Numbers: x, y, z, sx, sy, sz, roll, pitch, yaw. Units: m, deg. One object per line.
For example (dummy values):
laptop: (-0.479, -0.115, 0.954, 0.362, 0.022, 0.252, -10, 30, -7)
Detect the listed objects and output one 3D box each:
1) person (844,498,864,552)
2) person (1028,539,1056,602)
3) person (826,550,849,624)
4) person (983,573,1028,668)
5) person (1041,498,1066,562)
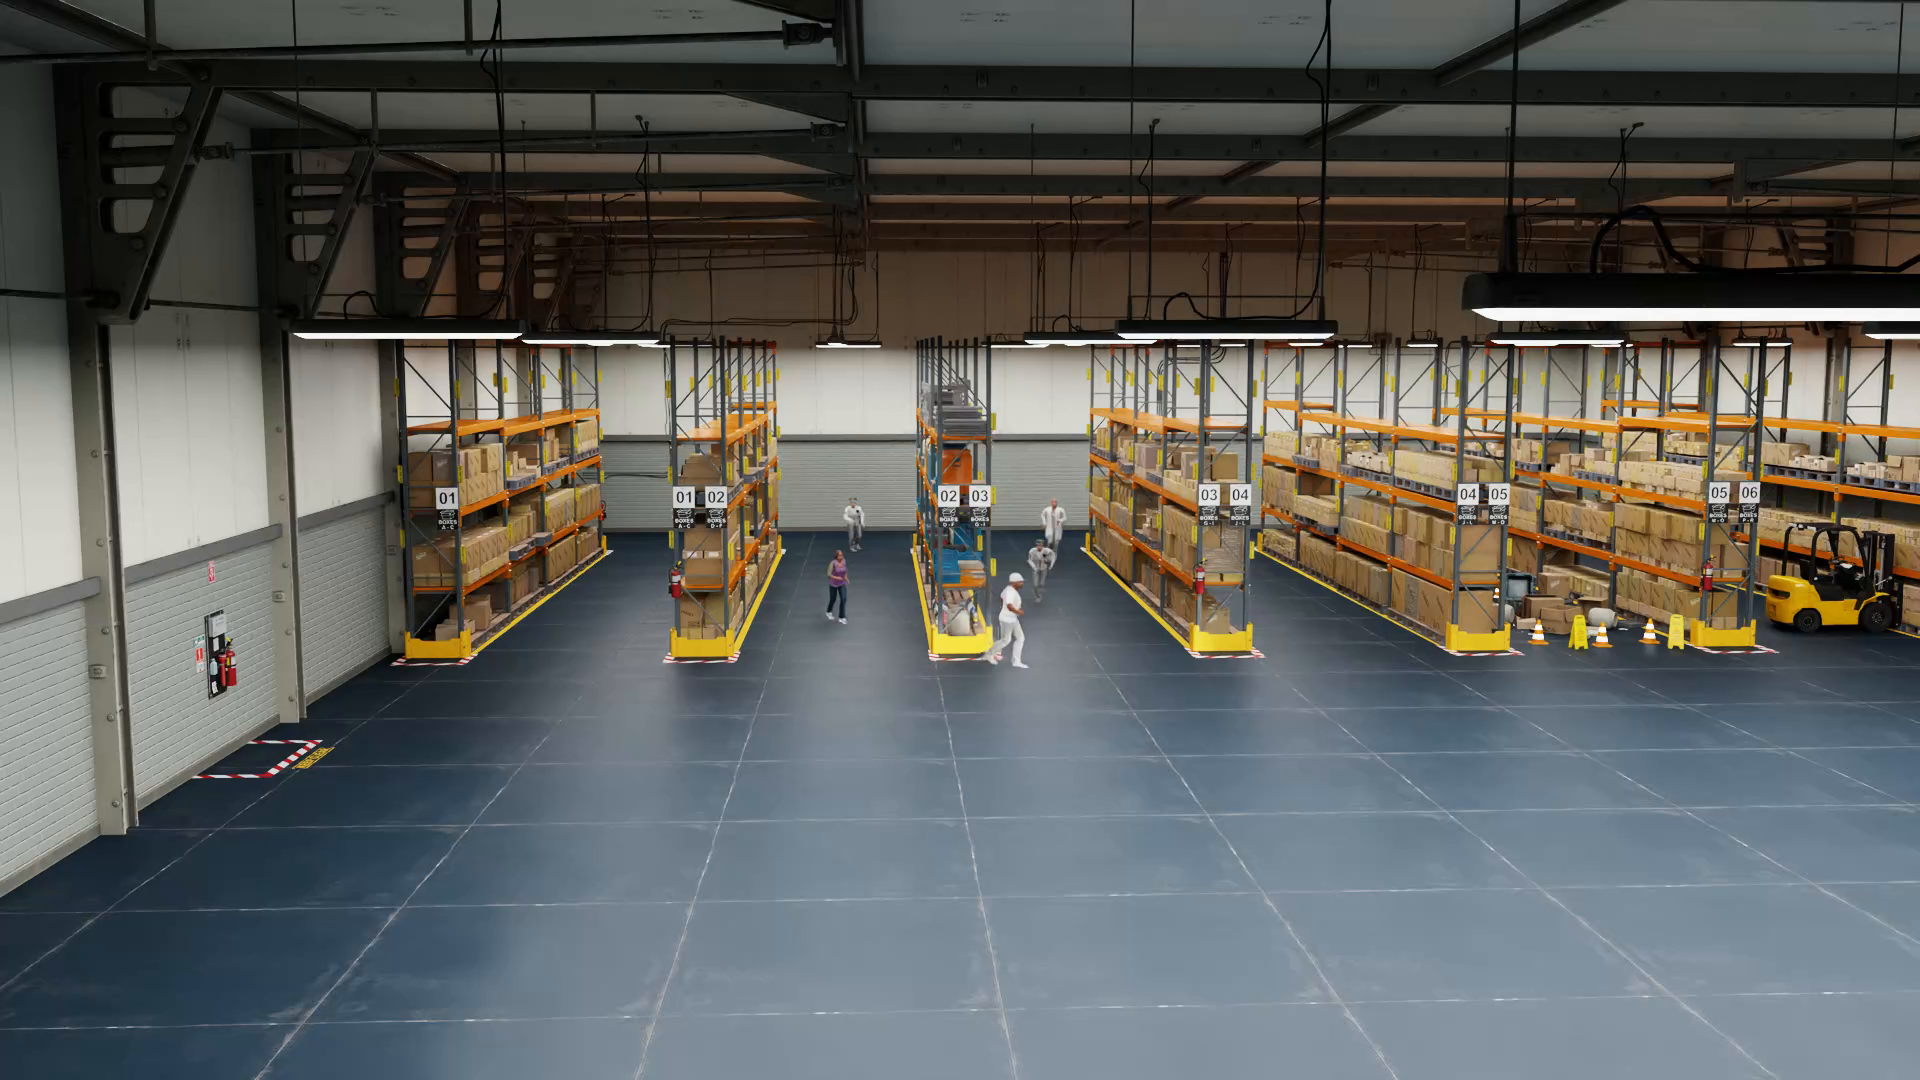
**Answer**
person: (-3.018, -0.433, 47.380, 0.613, 1.583, 0.780, -1, 7, -12)
person: (1.862, 0.697, 37.917, 0.643, 1.483, 0.784, 0, 6, 1)
person: (-2.603, 0.964, 35.082, 0.533, 1.567, 0.890, -3, 7, -25)
person: (0.817, 1.451, 29.998, 0.849, 1.726, 0.667, 2, 7, 16)
person: (2.538, -0.265, 44.993, 0.680, 1.740, 0.698, 0, 6, 3)
